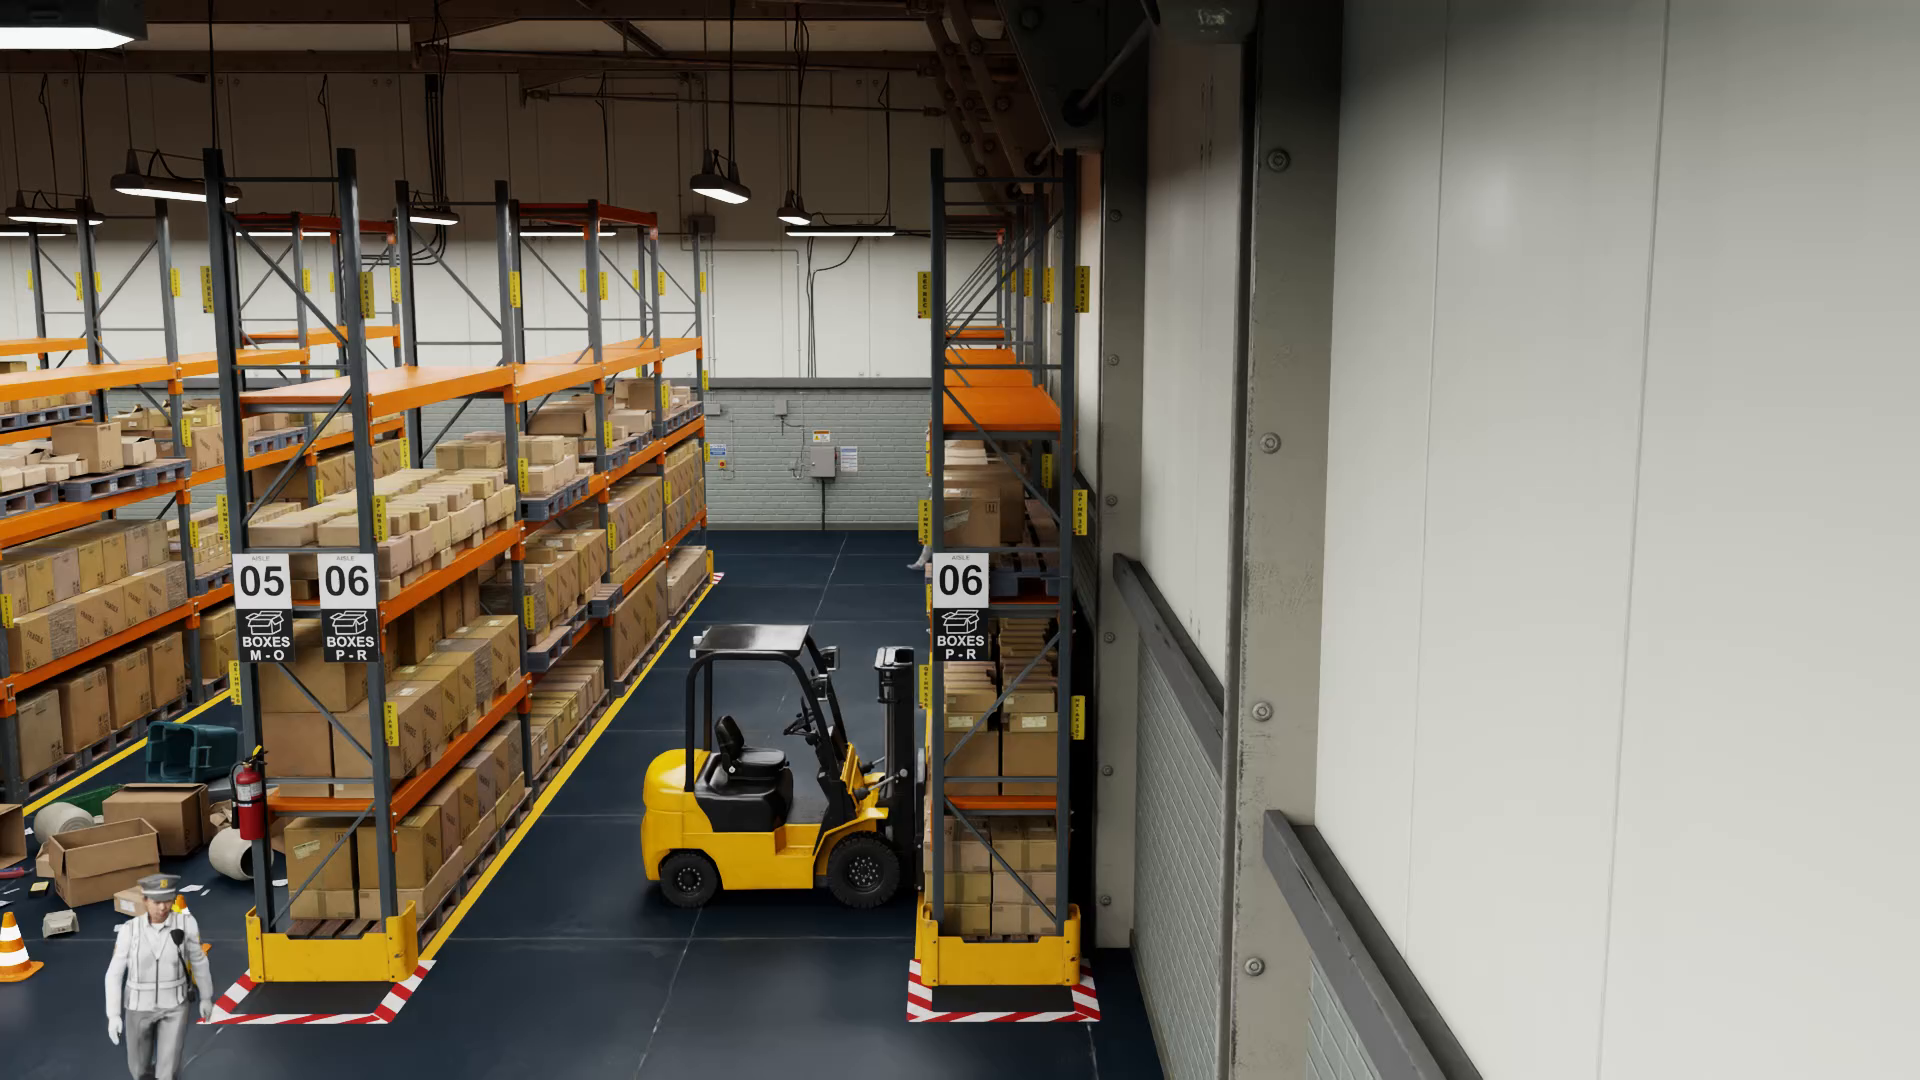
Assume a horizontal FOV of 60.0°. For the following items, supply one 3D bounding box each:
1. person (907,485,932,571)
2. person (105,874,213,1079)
[{"bbox_3d":[-0.425,-0.263,29.069,1.058,1.583,0.460,-2,9,-14],"label":"person"},{"bbox_3d":[-4.763,2.795,9.919,0.572,1.649,0.811,-4,10,-25],"label":"person"}]
